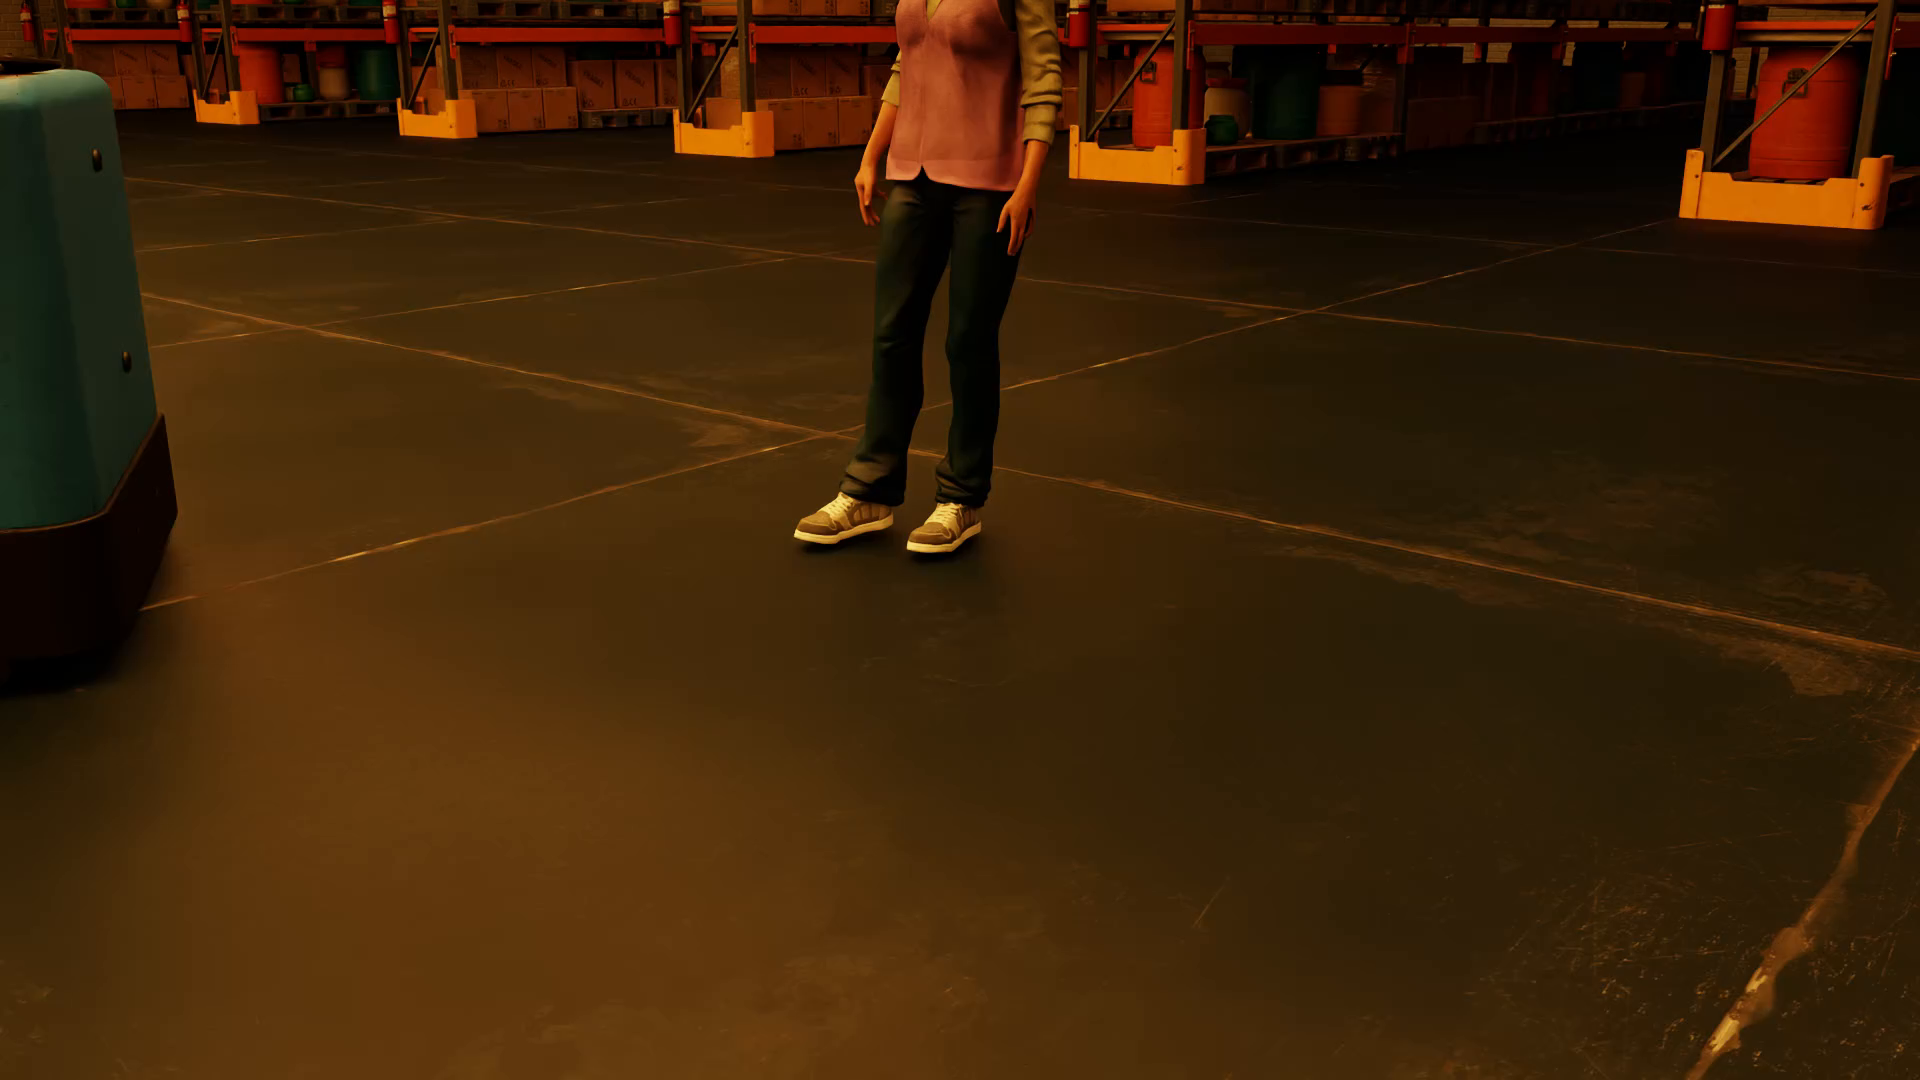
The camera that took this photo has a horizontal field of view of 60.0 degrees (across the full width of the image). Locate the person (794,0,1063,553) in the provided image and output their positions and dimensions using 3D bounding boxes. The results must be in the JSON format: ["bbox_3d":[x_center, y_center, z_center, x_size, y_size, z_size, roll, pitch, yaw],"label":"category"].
[{"bbox_3d":[-0.058,-0.757,3.661,0.520,1.599,0.473,13,21,37],"label":"person"}]

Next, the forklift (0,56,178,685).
[{"bbox_3d":[-3.133,-1.137,2.643,3.031,2.935,1.130,-6,18,-18],"label":"forklift"}]
